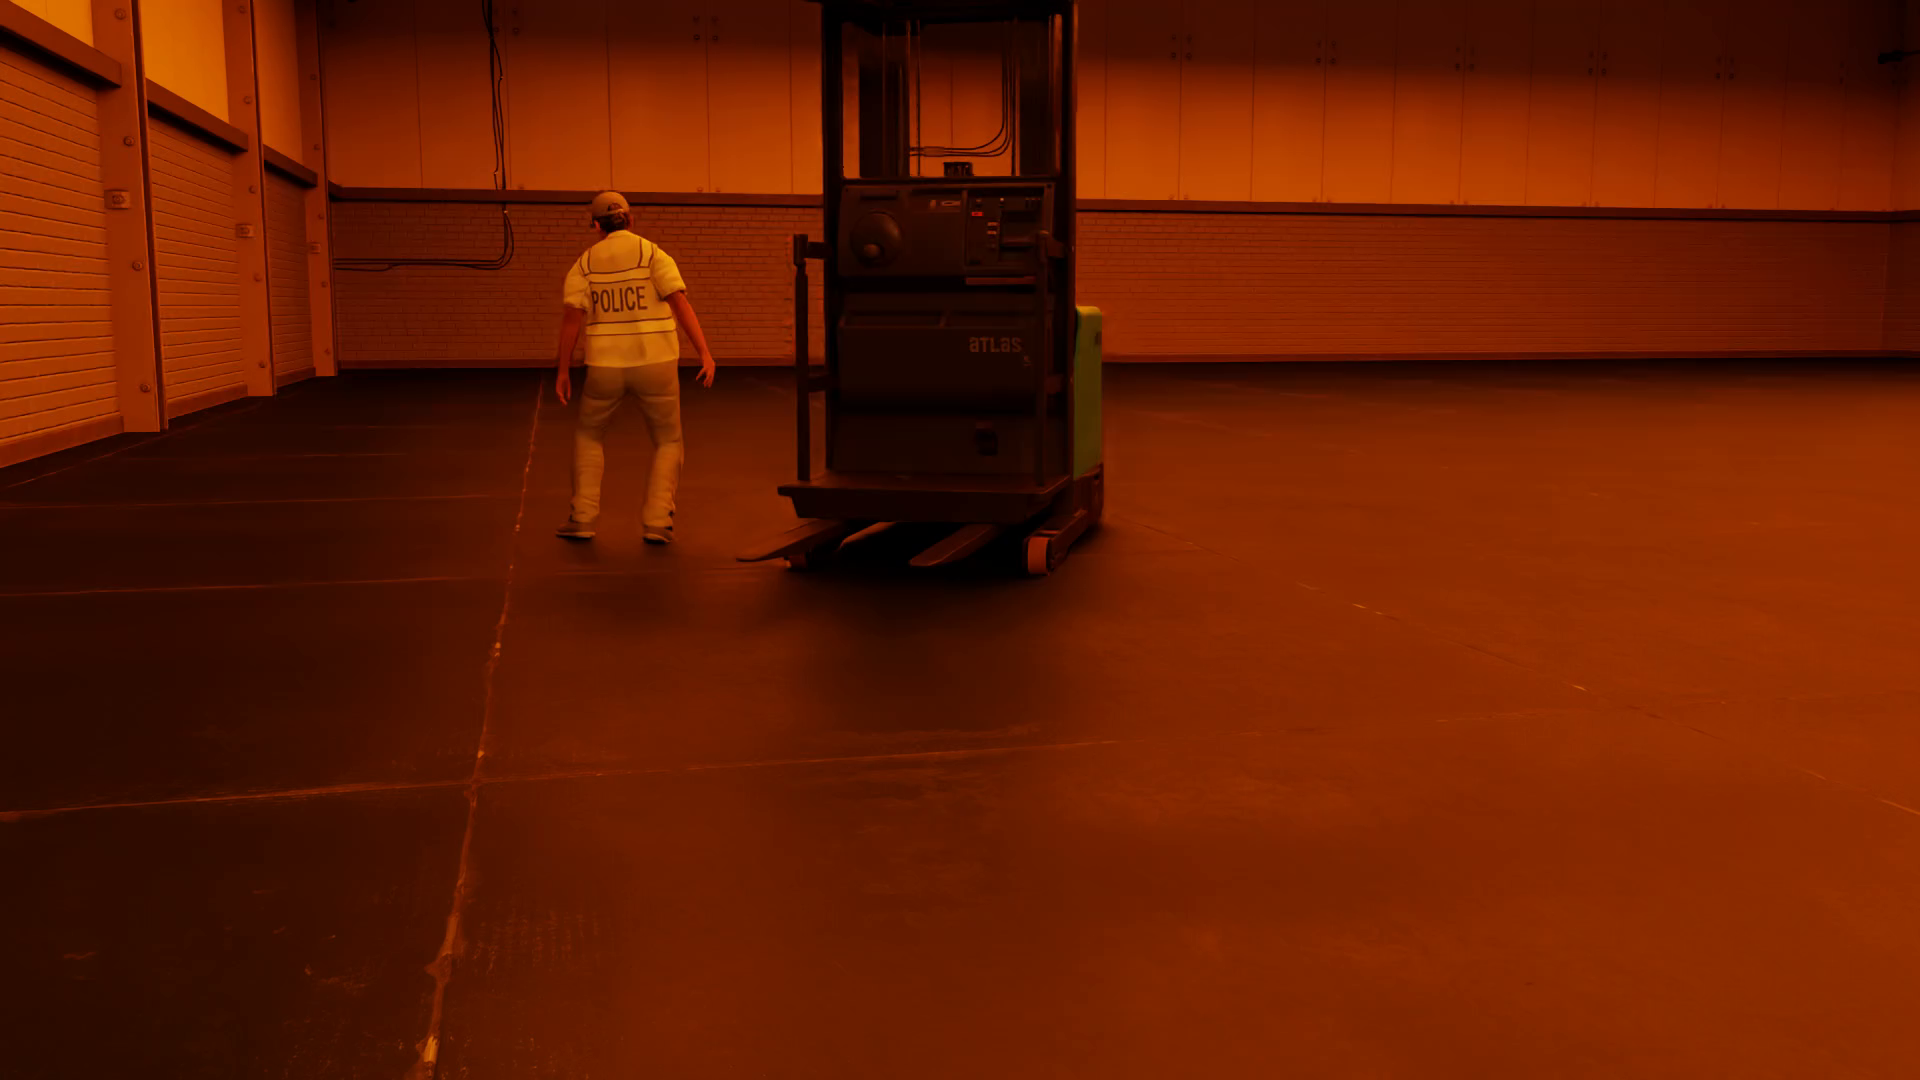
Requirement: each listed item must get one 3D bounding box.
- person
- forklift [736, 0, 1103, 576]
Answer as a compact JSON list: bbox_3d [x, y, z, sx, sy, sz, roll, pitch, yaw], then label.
[{"bbox_3d":[-1.517,-0.775,7.668,0.817,1.652,0.498,1,8,7],"label":"person"},{"bbox_3d":[-0.105,-1.360,6.851,1.130,2.935,3.031,2,8,12],"label":"forklift"}]
